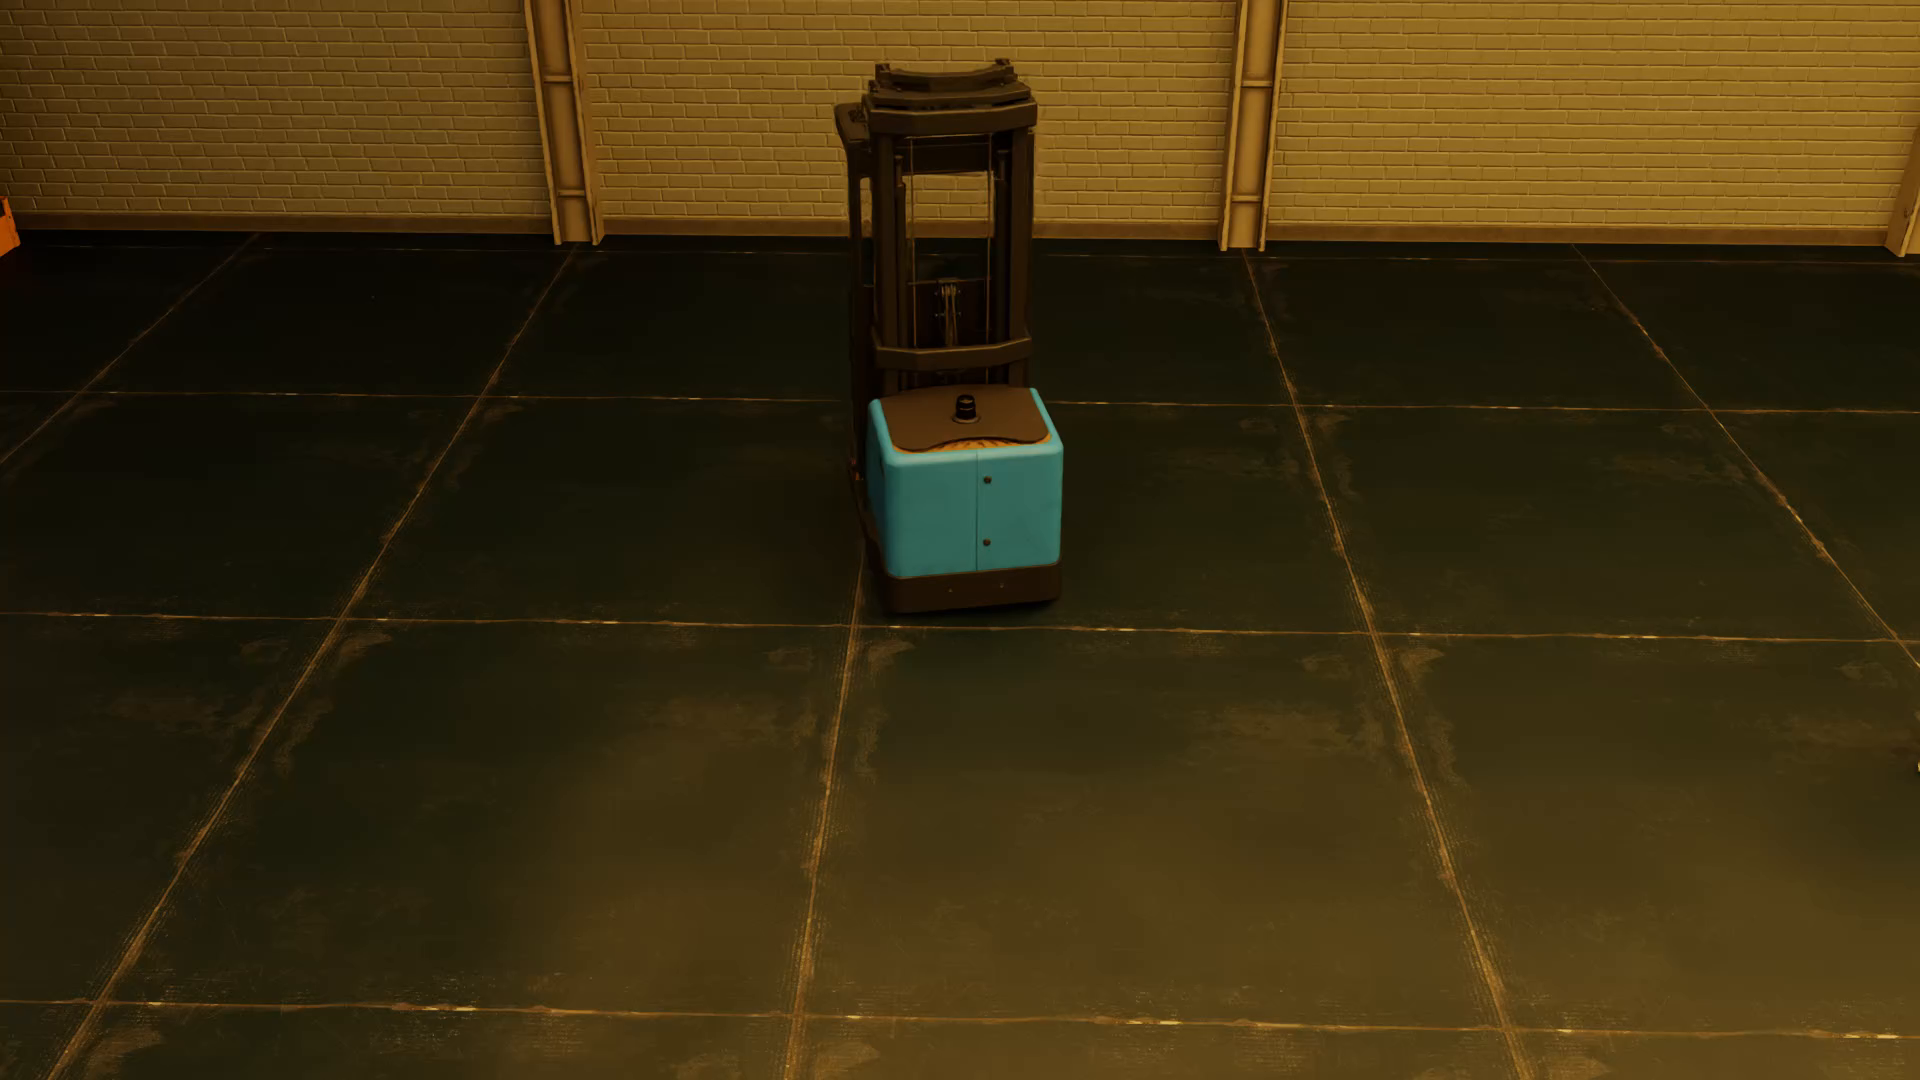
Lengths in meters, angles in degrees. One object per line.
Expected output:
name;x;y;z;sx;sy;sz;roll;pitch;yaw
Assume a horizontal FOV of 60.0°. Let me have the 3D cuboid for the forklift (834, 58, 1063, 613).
forklift;-0.154;-1.569;10.275;1.130;2.935;3.031;-5;31;-8
